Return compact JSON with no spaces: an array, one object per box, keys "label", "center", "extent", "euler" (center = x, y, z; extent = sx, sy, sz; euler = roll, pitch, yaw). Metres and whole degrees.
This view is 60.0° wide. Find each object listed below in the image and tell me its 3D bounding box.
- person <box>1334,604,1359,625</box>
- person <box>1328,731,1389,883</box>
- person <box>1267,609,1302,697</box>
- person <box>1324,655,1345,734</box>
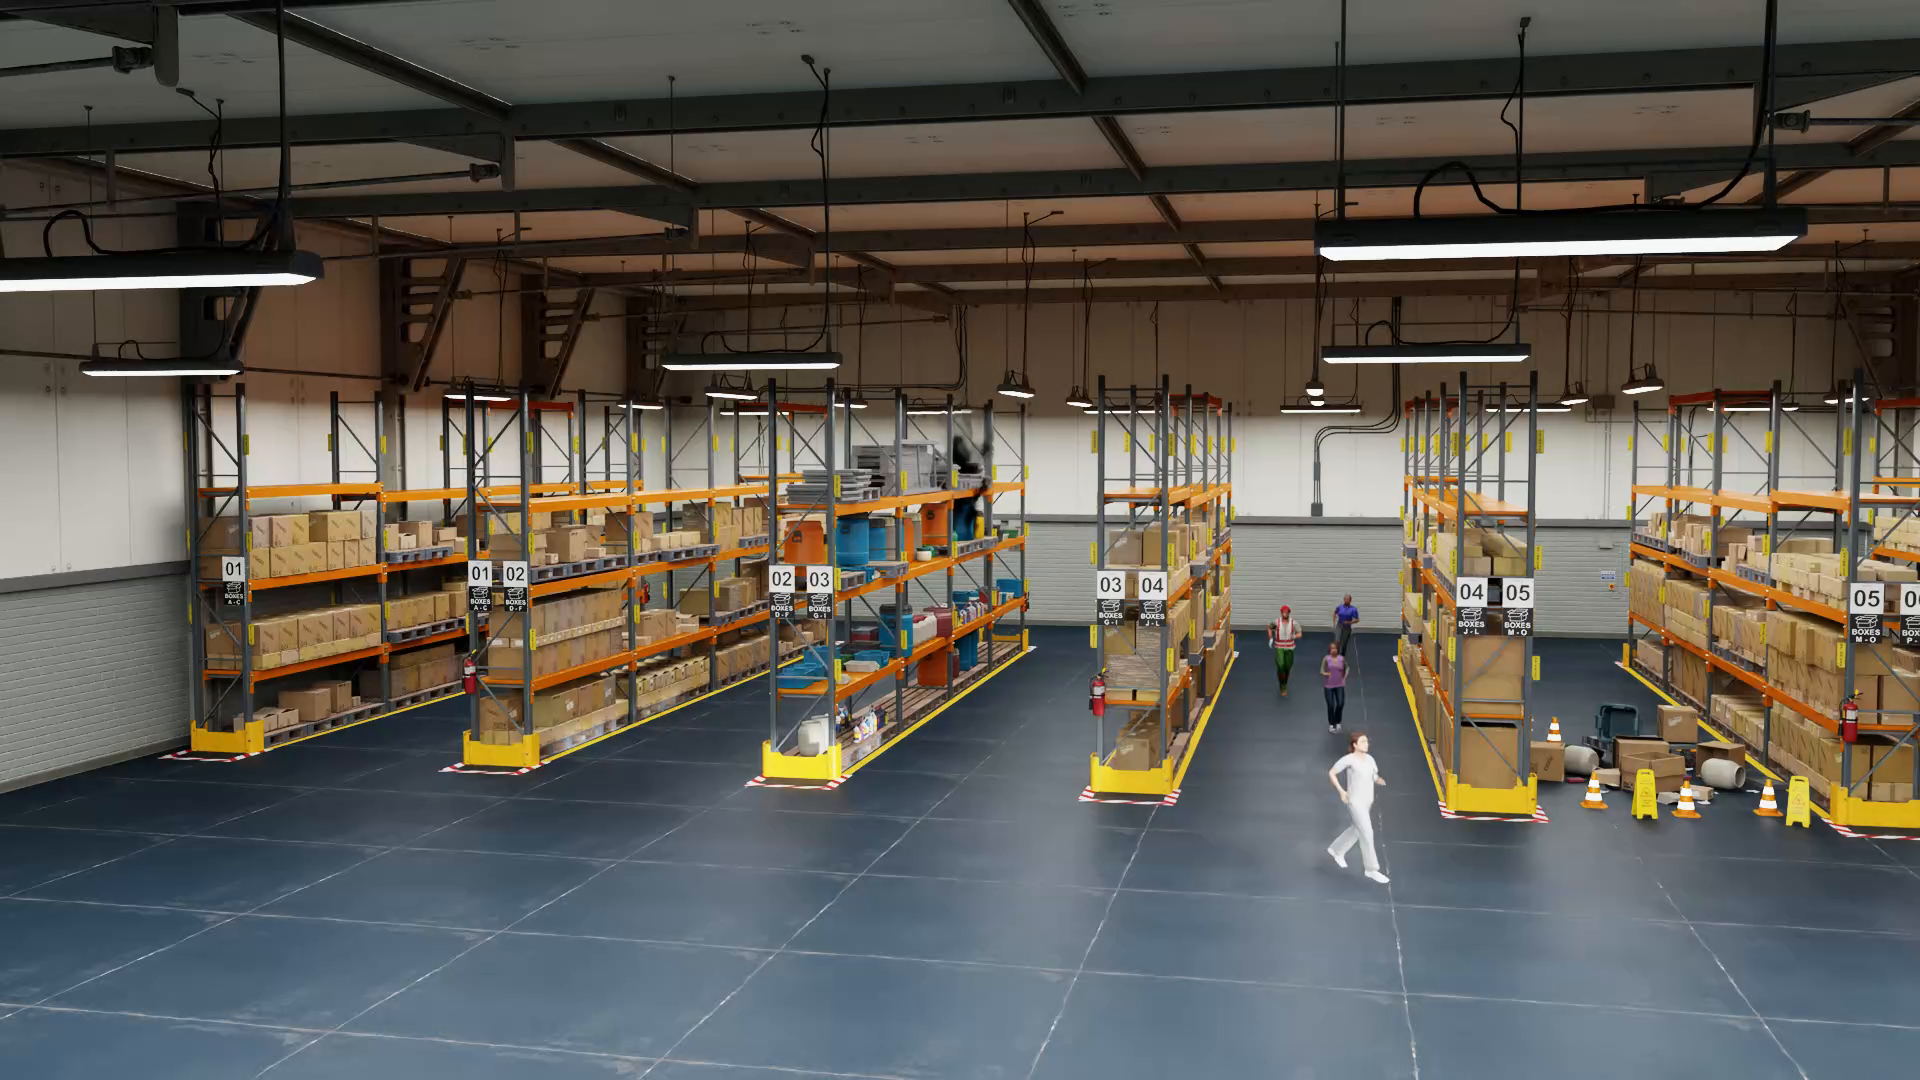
[{"label":"person","center":[8.708,1.751,37.565],"extent":[0.567,0.387,0.220],"euler":[1,4,23]},{"label":"person","center":[4.605,3.037,19.212],"extent":[0.567,1.664,0.946],"euler":[-2,4,-37]},{"label":"person","center":[6.527,2.234,33.399],"extent":[0.661,1.778,0.832],"euler":[0,3,4]},{"label":"person","center":[6.476,2.669,28.796],"extent":[0.348,1.360,0.534],"euler":[0,3,8]}]
